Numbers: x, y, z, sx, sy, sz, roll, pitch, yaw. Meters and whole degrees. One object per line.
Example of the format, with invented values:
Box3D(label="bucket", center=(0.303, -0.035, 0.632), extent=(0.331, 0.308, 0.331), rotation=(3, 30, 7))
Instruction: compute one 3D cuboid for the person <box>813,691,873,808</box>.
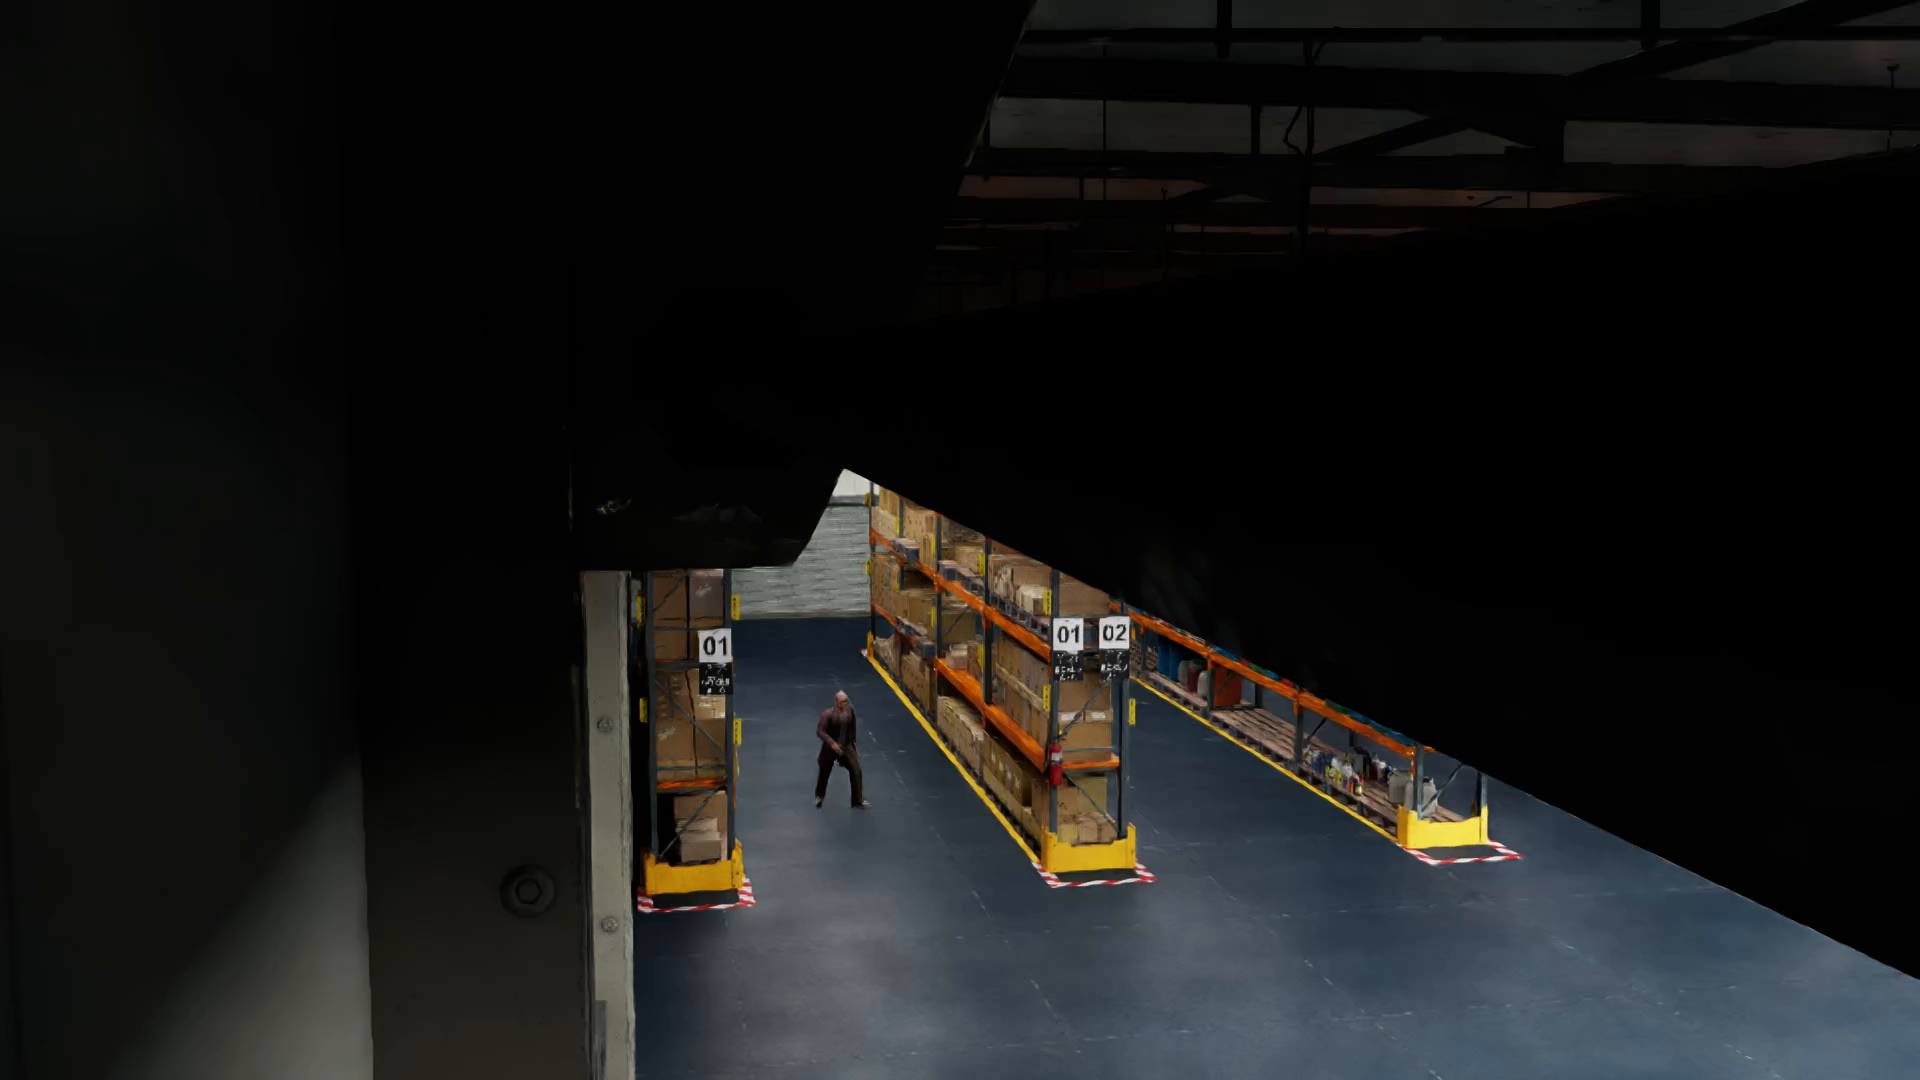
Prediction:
Box3D(label="person", center=(-1.748, 2.954, 23.807), extent=(0.728, 1.652, 0.879), rotation=(-3, 7, -27))
